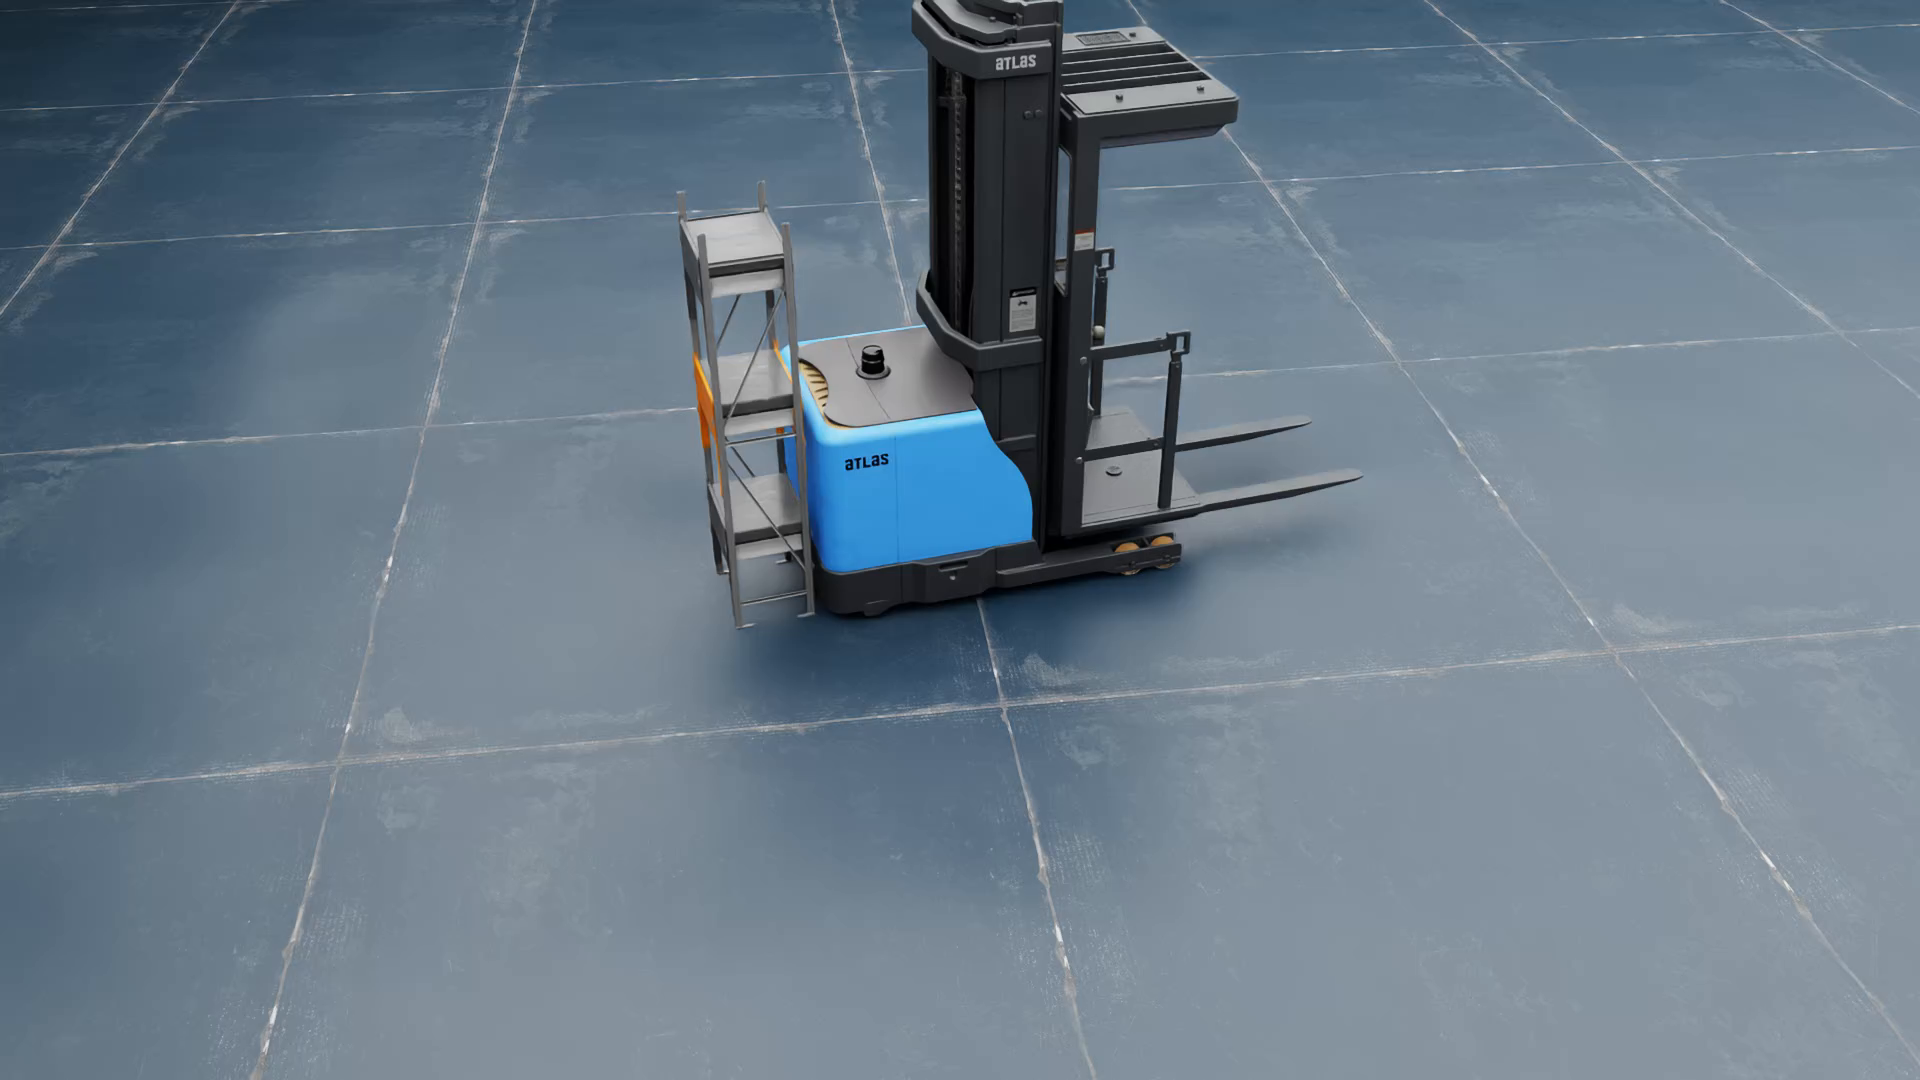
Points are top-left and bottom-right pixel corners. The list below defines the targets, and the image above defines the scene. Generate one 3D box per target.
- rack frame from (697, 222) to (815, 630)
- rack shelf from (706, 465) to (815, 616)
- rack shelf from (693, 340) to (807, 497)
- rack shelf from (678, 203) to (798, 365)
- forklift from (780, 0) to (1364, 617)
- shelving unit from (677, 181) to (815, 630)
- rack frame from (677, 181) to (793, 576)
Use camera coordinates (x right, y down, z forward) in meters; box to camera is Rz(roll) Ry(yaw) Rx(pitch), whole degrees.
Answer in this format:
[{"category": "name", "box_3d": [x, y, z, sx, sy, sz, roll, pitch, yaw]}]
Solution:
[{"category": "rack frame", "box_3d": [-0.921, -0.461, 7.689, 0.400, 2.100, 0.015, -11, 36, -15]}, {"category": "rack shelf", "box_3d": [-0.994, -0.002, 8.283, 0.431, 0.518, 0.480, -11, 36, -15]}, {"category": "rack shelf", "box_3d": [-0.996, -0.580, 7.888, 0.431, 0.518, 0.480, -11, 36, -15]}, {"category": "rack shelf", "box_3d": [-0.999, -1.158, 7.493, 0.431, 0.518, 0.480, -11, 36, -15]}, {"category": "forklift", "box_3d": [0.643, -1.304, 8.190, 3.031, 2.935, 1.130, -10, 35, -14]}, {"category": "shelving unit", "box_3d": [-0.996, -0.591, 7.880, 0.431, 2.100, 0.503, -11, 36, -15]}, {"category": "rack frame", "box_3d": [-1.072, -0.722, 8.072, 0.400, 2.100, 0.015, -11, 36, -15]}]
